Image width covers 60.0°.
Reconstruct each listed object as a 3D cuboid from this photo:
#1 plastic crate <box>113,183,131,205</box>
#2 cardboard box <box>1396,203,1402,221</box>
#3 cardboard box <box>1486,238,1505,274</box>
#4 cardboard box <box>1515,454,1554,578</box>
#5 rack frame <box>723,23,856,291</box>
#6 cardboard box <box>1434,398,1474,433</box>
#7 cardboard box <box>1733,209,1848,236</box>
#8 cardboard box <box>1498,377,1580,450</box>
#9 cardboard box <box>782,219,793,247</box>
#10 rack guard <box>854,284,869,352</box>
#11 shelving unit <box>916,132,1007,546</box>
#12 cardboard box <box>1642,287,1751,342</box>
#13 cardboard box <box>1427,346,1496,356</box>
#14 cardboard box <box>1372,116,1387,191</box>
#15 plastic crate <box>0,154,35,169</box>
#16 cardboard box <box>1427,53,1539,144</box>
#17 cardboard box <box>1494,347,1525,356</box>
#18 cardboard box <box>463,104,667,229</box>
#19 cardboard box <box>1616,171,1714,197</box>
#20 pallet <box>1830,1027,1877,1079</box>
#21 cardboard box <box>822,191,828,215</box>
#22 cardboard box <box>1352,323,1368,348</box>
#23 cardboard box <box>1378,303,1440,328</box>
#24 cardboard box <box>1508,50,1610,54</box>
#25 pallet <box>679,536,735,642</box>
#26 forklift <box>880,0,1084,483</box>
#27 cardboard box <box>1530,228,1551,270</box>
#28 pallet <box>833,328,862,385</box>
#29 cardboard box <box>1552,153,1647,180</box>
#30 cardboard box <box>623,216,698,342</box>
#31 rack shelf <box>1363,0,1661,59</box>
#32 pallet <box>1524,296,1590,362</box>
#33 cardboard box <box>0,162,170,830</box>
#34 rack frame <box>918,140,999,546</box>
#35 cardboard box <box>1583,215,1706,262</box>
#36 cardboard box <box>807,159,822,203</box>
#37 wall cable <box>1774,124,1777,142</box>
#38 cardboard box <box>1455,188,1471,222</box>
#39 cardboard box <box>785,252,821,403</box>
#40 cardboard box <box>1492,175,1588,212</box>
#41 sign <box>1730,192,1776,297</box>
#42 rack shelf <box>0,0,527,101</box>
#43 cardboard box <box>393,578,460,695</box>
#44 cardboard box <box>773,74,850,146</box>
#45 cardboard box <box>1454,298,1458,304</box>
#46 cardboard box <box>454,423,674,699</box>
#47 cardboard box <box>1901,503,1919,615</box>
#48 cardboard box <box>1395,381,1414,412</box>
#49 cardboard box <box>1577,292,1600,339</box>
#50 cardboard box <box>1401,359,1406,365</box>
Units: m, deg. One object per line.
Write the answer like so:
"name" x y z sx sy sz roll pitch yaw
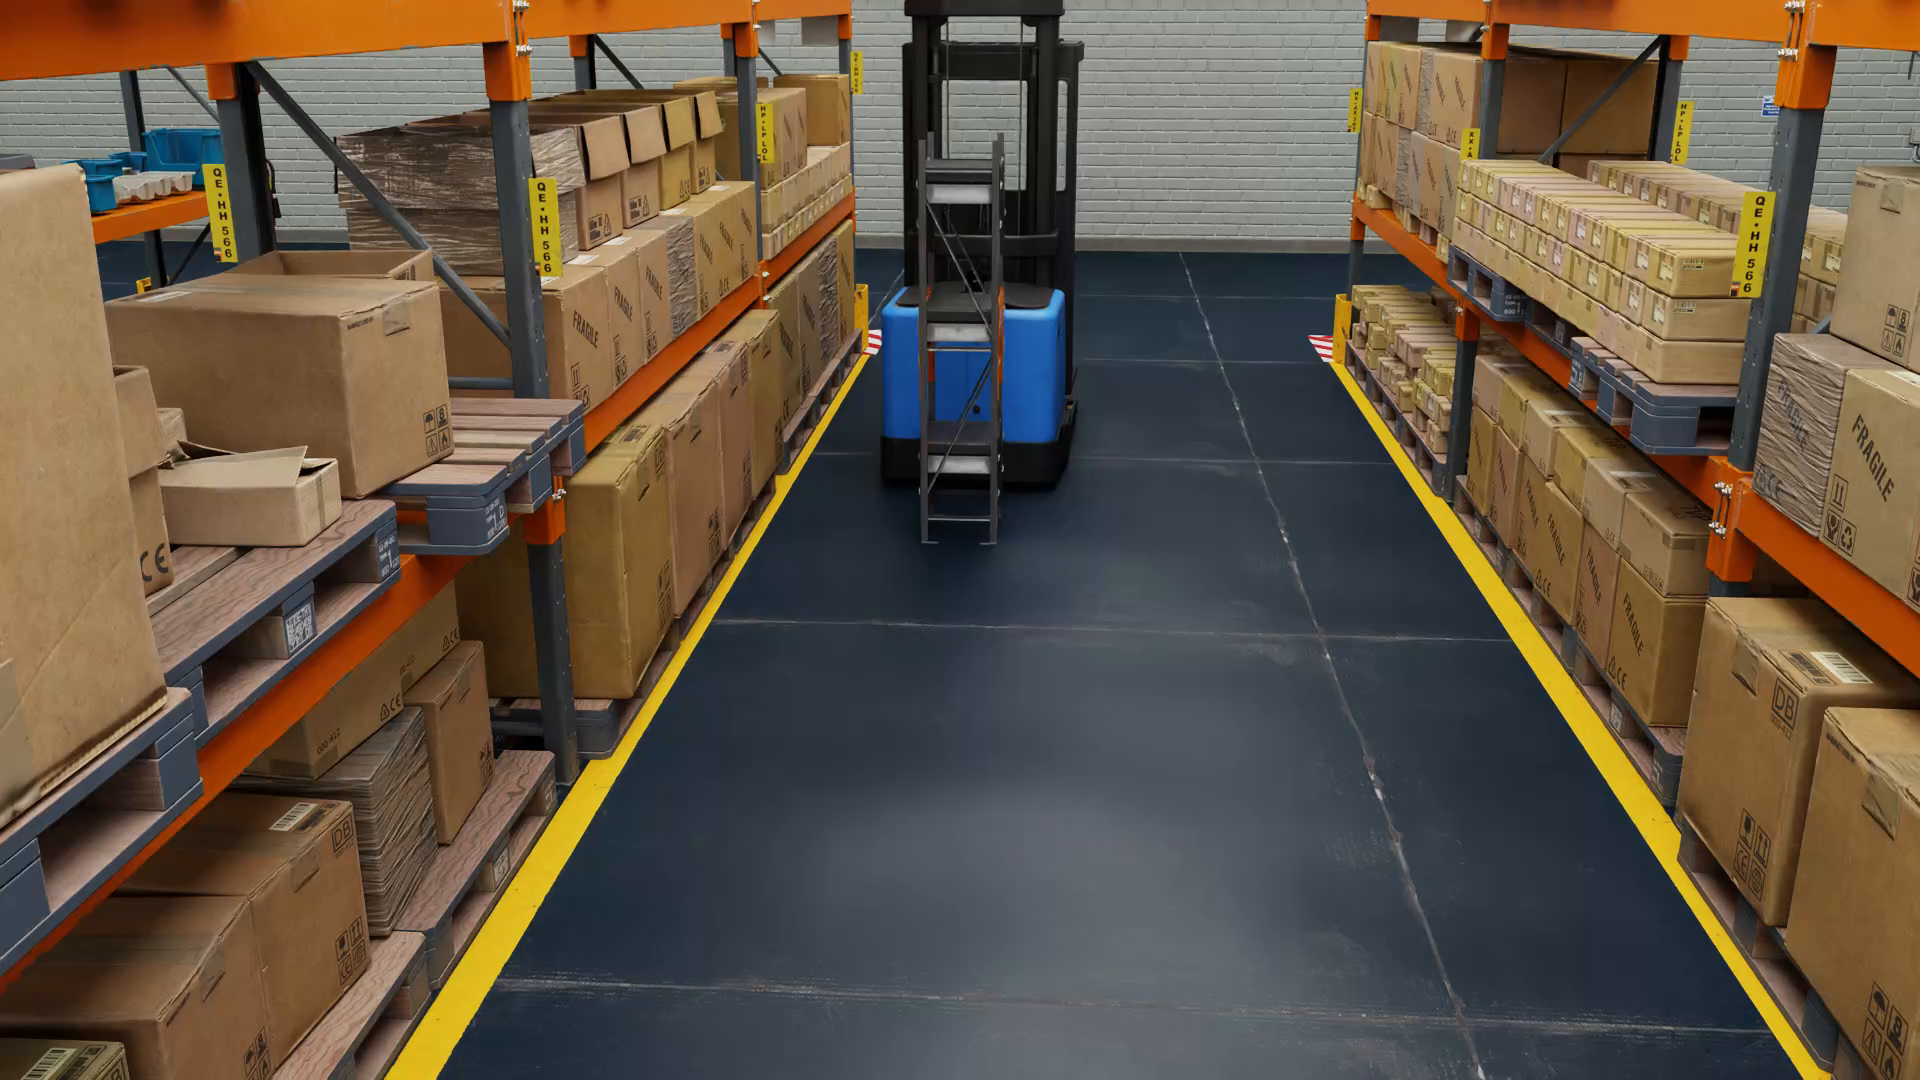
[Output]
"plastic crate" -6.206 -2.510 12.094 0.298 0.136 0.250 1 18 4
"cardboard box" 3.214 -2.262 11.414 0.380 0.149 0.250 1 18 3
"cardboard box" 2.757 -1.365 8.000 0.380 0.149 0.250 1 18 4
"cardboard box" 2.921 -0.099 7.748 0.500 0.500 0.500 2 18 5
"rack frame" -1.354 -3.023 13.331 1.000 3.000 0.127 1 18 4
"cardboard box" 3.004 -0.730 9.758 0.380 0.149 0.250 2 18 5
"cardboard box" 3.314 -1.224 6.615 0.380 0.149 0.250 2 18 6
"cardboard box" 2.947 -0.617 8.126 0.500 0.250 0.500 2 18 5
"cardboard box" -1.251 -1.909 10.335 0.380 0.149 0.250 2 18 6
"rack guard" -1.353 -1.842 13.743 1.175 0.500 0.348 1 18 4
"shelving unit" 0.012 -1.049 8.753 0.431 2.100 0.503 1 18 4
"cardboard box" 2.593 -0.781 5.741 0.380 0.149 0.250 2 18 5
"cardboard box" 3.151 -1.119 10.469 0.380 0.149 0.250 2 18 6
"cardboard box" 3.265 -2.770 11.920 0.500 0.500 0.500 1 18 4
"plastic crate" -6.267 -2.222 10.687 0.402 0.464 0.583 1 18 4
"cardboard box" 3.094 -2.615 9.843 0.500 0.500 0.500 1 18 2
"cardboard box" 3.574 -1.114 10.453 0.380 0.149 0.250 1 18 2
"cardboard box" -1.768 -1.700 7.522 0.797 0.503 0.637 2 18 6
"cardboard box" 3.426 -1.709 8.094 0.380 0.149 0.250 1 18 2
"pallet" 2.790 1.550 3.853 1.003 0.211 1.213 1 18 4
"cardboard box" -1.141 -2.388 11.796 0.380 0.149 0.250 1 18 4
"cardboard box" 3.229 -1.570 12.801 0.380 0.149 0.250 2 18 5
"cardboard box" 3.228 -1.611 11.969 0.380 0.149 0.250 0 18 1
"cardboard box" 3.663 -2.754 10.267 0.500 0.500 0.500 2 18 5
"pallet" -1.706 0.166 8.078 1.003 0.211 1.213 1 18 4
"forklift" 0.216 -2.142 10.751 1.130 2.935 3.031 2 18 6
"cardboard box" 2.702 -1.262 7.209 0.380 0.149 0.250 1 18 3
"pallet" -1.334 -1.448 13.002 1.003 0.211 1.213 1 18 4
"cardboard box" 3.586 -1.975 9.496 0.500 0.500 0.500 1 18 3
"cardboard box" -1.516 -1.205 7.623 0.500 0.500 0.500 1 18 4
"rack shelf" 3.442 -3.343 10.647 1.077 0.370 4.000 1 18 4
"pallet" 3.113 -0.921 7.224 1.003 0.211 1.213 1 18 4
"cardboard box" -2.018 -0.024 2.542 1.000 1.000 1.000 1 18 4
"rack frame" -0.006 -0.973 8.522 0.400 2.100 0.015 1 18 4
"cardboard box" 2.644 -1.164 6.431 0.380 0.149 0.250 2 18 6
"cardboard box" -1.231 -2.459 11.374 0.500 0.250 0.500 1 18 4
"wall cable" 8.911 -5.051 17.839 0.585 1.953 0.123 1 18 4
"cardboard box" 2.812 -1.748 8.691 0.380 0.149 0.250 2 18 5
"cardboard box" -1.450 -1.453 11.278 0.875 0.875 0.875 1 18 4
"cardboard box" 2.757 -1.645 7.901 0.380 0.149 0.250 1 18 3
"sign" 2.470 -0.918 5.175 0.100 0.325 0.005 1 18 4
"rack shelf" -2.071 -1.001 3.498 1.077 0.370 4.000 1 18 4
"cardboard box" -1.946 0.293 5.315 0.500 0.250 0.500 2 18 6
"cardboard box" -1.127 -3.292 12.712 0.500 0.500 0.500 2 18 5
"cardboard box" 3.833 -1.678 12.176 0.380 0.149 0.250 1 18 3
"cardboard box" -1.858 0.058 6.666 1.225 0.875 0.875 0 18 1
"cardboard box" 2.640 0.004 3.932 0.500 0.500 0.500 1 18 4
"cardboard box" 3.061 -0.934 10.860 0.380 0.149 0.250 1 18 4
"cardboard box" 2.648 -0.874 6.502 0.380 0.149 0.250 1 18 3
"cardboard box" 3.258 -1.301 11.503 0.380 0.149 0.250 2 18 7
